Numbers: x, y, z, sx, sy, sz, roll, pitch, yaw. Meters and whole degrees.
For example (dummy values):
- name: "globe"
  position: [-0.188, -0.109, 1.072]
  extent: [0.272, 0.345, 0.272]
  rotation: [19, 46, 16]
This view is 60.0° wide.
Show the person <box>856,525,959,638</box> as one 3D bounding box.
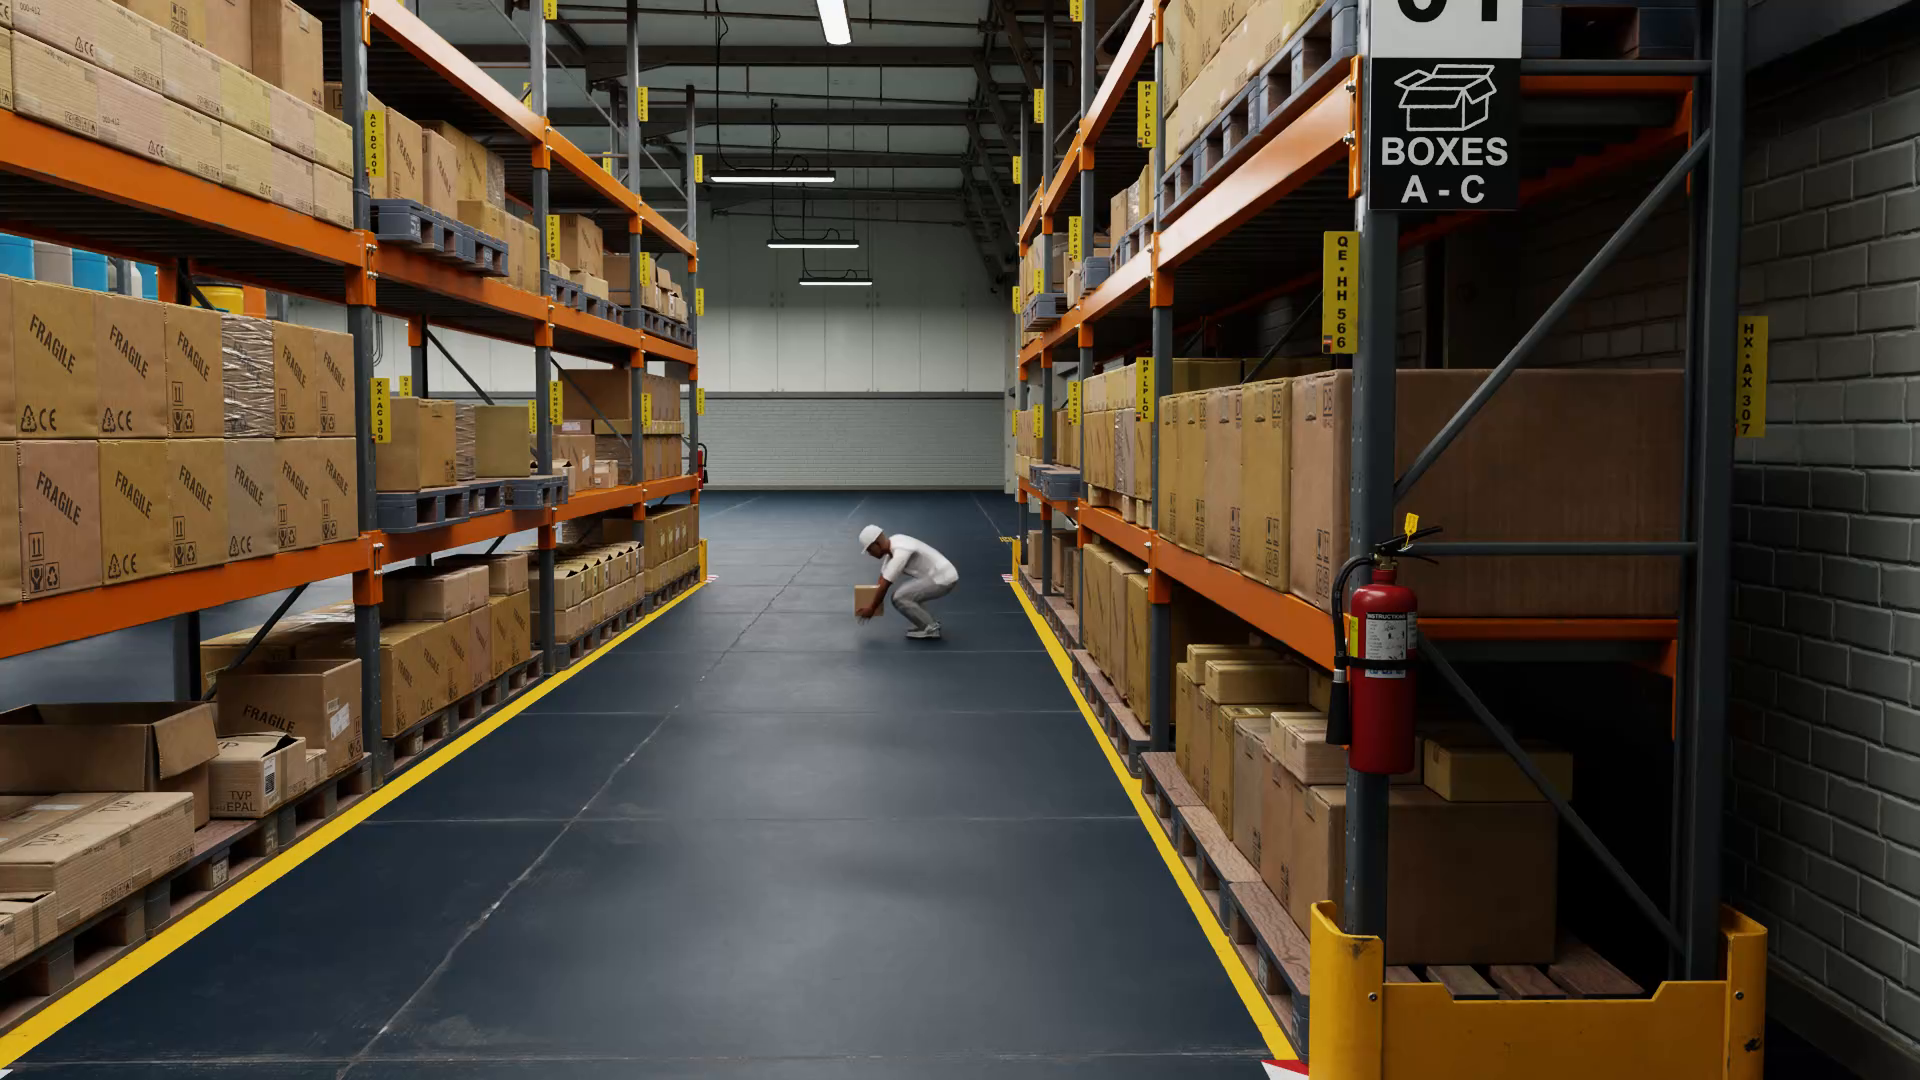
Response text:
- name: "person"
  position: [-0.474, 0.369, 14.804]
  extent: [0.904, 1.007, 0.538]
  rotation: [0, 4, -3]
